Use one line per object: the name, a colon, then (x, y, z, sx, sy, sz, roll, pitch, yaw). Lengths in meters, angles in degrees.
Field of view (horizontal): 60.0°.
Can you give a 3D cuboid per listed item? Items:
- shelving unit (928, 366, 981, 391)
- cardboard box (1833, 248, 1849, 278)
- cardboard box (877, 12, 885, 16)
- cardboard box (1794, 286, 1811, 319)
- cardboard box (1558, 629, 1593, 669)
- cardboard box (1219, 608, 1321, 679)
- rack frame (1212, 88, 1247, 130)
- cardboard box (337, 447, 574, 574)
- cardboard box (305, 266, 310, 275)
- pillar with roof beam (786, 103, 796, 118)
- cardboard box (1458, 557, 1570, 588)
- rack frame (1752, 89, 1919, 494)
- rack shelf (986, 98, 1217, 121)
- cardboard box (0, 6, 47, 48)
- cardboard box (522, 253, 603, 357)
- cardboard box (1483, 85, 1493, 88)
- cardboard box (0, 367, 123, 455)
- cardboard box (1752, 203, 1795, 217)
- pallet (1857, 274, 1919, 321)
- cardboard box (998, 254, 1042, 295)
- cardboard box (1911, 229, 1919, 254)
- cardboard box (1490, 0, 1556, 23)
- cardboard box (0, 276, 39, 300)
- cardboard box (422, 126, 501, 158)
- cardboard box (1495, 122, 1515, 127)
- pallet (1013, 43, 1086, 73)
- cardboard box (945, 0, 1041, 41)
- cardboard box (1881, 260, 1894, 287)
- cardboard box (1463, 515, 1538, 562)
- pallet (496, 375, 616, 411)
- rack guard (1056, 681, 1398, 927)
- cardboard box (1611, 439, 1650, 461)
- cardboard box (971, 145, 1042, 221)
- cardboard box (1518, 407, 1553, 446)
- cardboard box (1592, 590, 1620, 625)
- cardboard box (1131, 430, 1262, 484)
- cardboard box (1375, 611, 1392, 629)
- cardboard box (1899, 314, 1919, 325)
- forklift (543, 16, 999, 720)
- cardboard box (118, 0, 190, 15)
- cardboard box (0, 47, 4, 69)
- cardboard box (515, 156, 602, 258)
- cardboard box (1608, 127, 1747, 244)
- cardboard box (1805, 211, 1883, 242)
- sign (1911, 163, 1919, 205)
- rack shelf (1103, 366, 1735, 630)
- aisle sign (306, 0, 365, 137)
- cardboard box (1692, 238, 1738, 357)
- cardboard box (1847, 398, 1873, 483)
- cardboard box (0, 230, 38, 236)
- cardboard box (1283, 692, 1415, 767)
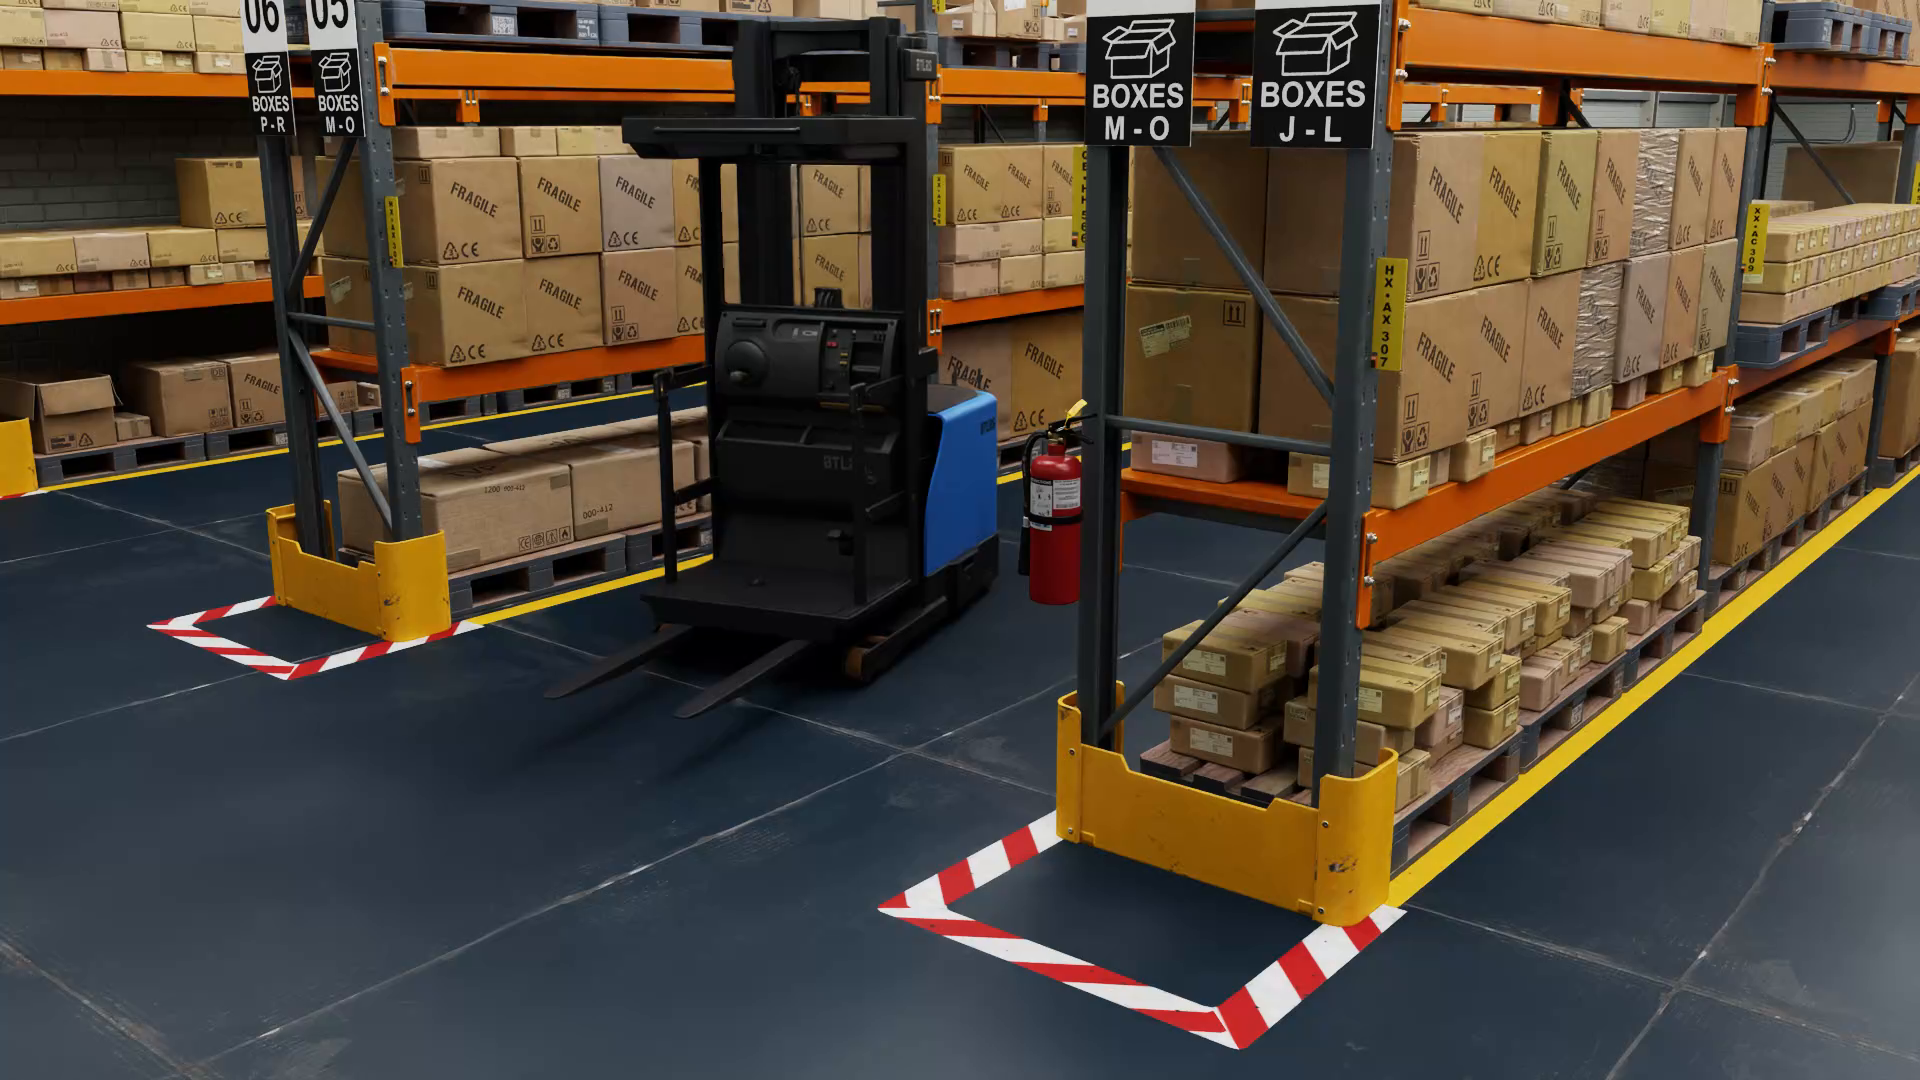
shelving unit: (-0.034, -0.499, 9.953, 0.215, 1.050, 0.252, 11, 18, 38)
cardboard box: (4.606, -1.523, 9.081, 0.380, 0.149, 0.250, 12, 19, 40)
cardboard box: (-1.032, -5.339, 17.697, 0.700, 0.500, 0.500, 11, 18, 36)
cardboard box: (4.121, -1.232, 8.537, 0.380, 0.149, 0.250, 12, 18, 38)
cardboard box: (2.498, 0.452, 7.189, 0.380, 0.149, 0.250, 12, 18, 39)
cardboard box: (1.171, 0.384, 6.247, 0.380, 0.149, 0.250, 12, 18, 39)
rack frame: (1.947, -2.605, 14.283, 1.000, 3.000, 0.127, 11, 18, 38)
cardboard box: (-2.744, -0.176, 9.075, 0.875, 0.438, 0.875, 11, 18, 36)
cardboard box: (-5.299, -2.146, 12.988, 0.380, 0.149, 0.250, 12, 18, 38)
pillar with roof beam: (1.550, -6.003, 15.475, 9.100, 9.000, 0.400, 11, 18, 38)
cardboard box: (2.321, 0.198, 6.979, 0.380, 0.149, 0.250, 11, 18, 38)
rack frame: (5.860, -1.858, 11.344, 1.000, 3.000, 0.127, 11, 18, 38)
rack shelf: (1.855, -5.626, 21.547, 1.077, 0.370, 4.000, 11, 18, 38)
cardboard box: (-6.453, -3.408, 11.054, 0.500, 0.250, 0.500, 11, 18, 37)
cardboard box: (-2.260, -1.270, 8.825, 0.500, 0.500, 0.500, 11, 18, 37)
cardboard box: (5.490, -4.922, 17.823, 0.380, 0.149, 0.250, 11, 18, 36)
cardboard box: (-6.486, -0.936, 11.932, 0.797, 0.503, 0.637, 10, 18, 35)
cardboard box: (5.095, -2.071, 10.633, 0.380, 0.149, 0.250, 11, 18, 37)
pallet: (5.495, -1.612, 10.766, 1.213, 0.211, 1.003, 11, 18, 38)
cardboard box: (0.239, -1.909, 11.848, 0.500, 0.250, 0.500, 11, 18, 36)
cardboard box: (5.904, -1.919, 10.637, 0.380, 0.149, 0.250, 12, 18, 39)
cardboard box: (1.648, -1.854, 5.539, 0.500, 0.250, 0.500, 12, 19, 39)
cardboard box: (-6.524, -1.739, 11.385, 0.380, 0.149, 0.250, 11, 18, 37)
cardboard box: (-2.533, -2.006, 8.377, 0.380, 0.149, 0.250, 12, 18, 39)
cardboard box: (5.581, -4.285, 18.060, 0.700, 0.500, 0.500, 11, 18, 36)
pallet: (0.883, -3.621, 12.575, 1.003, 0.211, 1.213, 12, 19, 40)
cardboard box: (0.212, -3.668, 11.322, 0.500, 0.500, 0.500, 11, 18, 37)
cardboard box: (5.430, -1.630, 10.106, 0.380, 0.149, 0.250, 11, 18, 37)
cardboard box: (2.483, -0.015, 7.819, 0.380, 0.149, 0.250, 11, 18, 36)
pallet: (-3.949, -1.416, 15.268, 1.003, 0.211, 1.213, 11, 18, 38)
rack guard: (0.880, 0.871, 5.678, 1.175, 0.500, 0.348, 11, 18, 38)
cardboard box: (3.618, -0.629, 9.208, 0.500, 0.250, 0.500, 11, 18, 36)
cardboard box: (0.231, -2.513, 11.689, 0.500, 0.500, 0.500, 11, 18, 37)
cardboard box: (2.052, -0.476, 6.413, 0.380, 0.149, 0.250, 11, 18, 36)
cardboard box: (2.702, 0.244, 7.403, 0.380, 0.149, 0.250, 12, 18, 39)
cardboard box: (0.817, -0.310, 5.762, 0.380, 0.149, 0.250, 11, 18, 38)
cardboard box: (1.583, 0.362, 6.939, 0.380, 0.149, 0.250, 12, 18, 38)
cardboard box: (7.445, -1.420, 13.337, 1.050, 0.750, 0.750, 11, 18, 38)
forklift: (-0.809, -0.886, 7.657, 1.130, 2.935, 3.031, 6, 15, 21)
cardboard box: (-5.831, -3.846, 11.765, 0.500, 0.250, 0.500, 11, 18, 37)
cardboard box: (-6.563, -3.197, 11.034, 0.380, 0.149, 0.250, 12, 18, 39)
cardboard box: (-2.239, -1.753, 8.699, 0.500, 0.500, 0.500, 11, 18, 36)
cardboard box: (3.261, -1.637, 7.638, 0.500, 0.500, 0.500, 10, 18, 36)
cardboard box: (5.095, -1.816, 9.628, 0.380, 0.149, 0.250, 12, 19, 40)
sign: (6.288, -2.299, 10.888, 0.100, 0.325, 0.005, 11, 18, 38)
rack shelf: (2.089, -0.360, 6.910, 1.077, 0.370, 4.000, 11, 18, 38)
aisle sign: (-2.901, -2.274, 7.701, 0.394, 0.787, 0.004, 11, 18, 38)
cardboard box: (3.262, -1.148, 7.743, 0.500, 0.500, 0.500, 11, 18, 38)
cardboard box: (5.650, -0.683, 10.945, 0.500, 0.500, 0.500, 11, 18, 37)
cardboard box: (-6.862, -2.041, 11.764, 0.500, 0.250, 0.500, 12, 19, 39)
cardboard box: (1.361, 0.648, 5.815, 0.380, 0.149, 0.250, 12, 19, 40)
